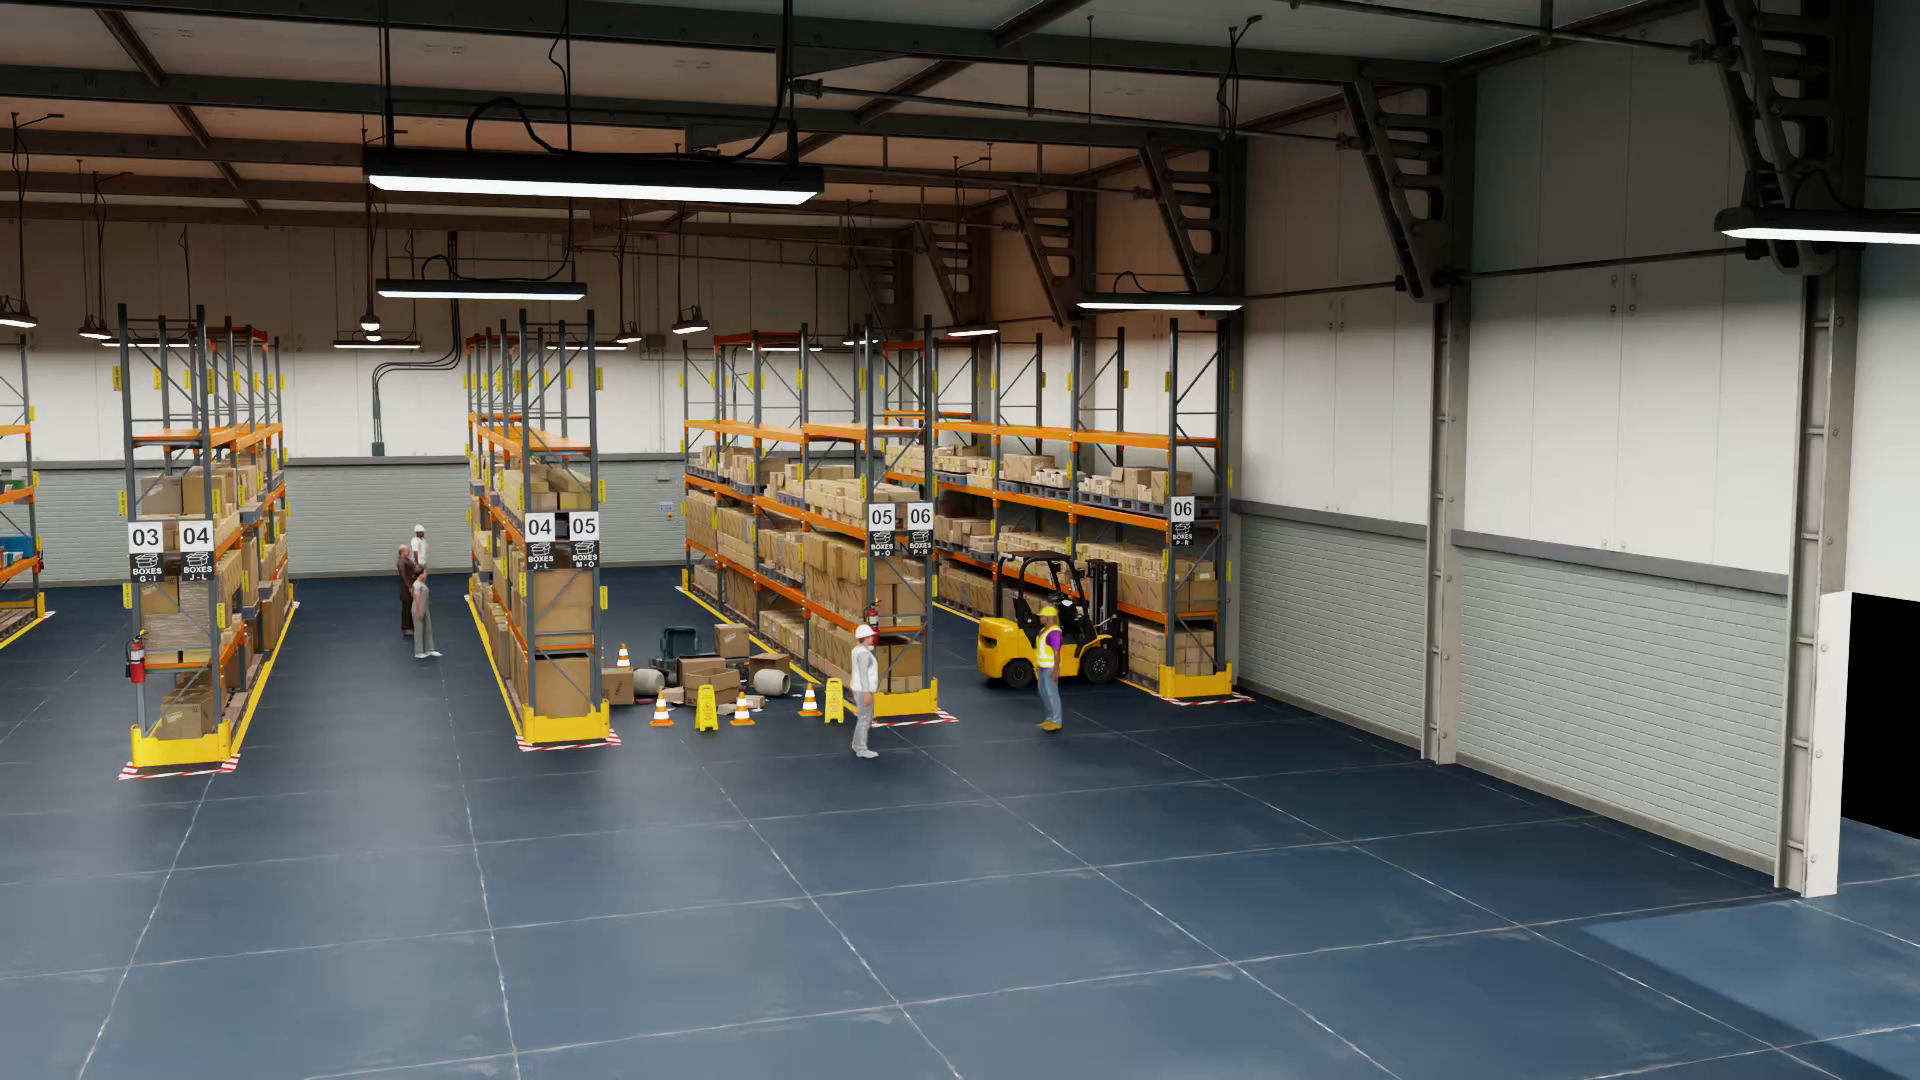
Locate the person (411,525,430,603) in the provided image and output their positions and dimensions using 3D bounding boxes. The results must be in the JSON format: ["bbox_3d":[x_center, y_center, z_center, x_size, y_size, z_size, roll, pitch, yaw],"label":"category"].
[{"bbox_3d":[-12.249,0.547,37.763,0.392,1.787,0.630,-2,6,-17],"label":"person"}]

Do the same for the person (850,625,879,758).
[{"bbox_3d":[-1.281,2.041,22.266,0.364,1.821,0.620,-1,6,-11],"label":"person"}]

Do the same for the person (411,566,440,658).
[{"bbox_3d":[-9.763,1.309,30.279,0.407,1.676,0.501,1,6,10],"label":"person"}]

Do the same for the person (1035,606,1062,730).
[{"bbox_3d":[1.278,1.851,23.978,0.353,1.799,0.661,-2,6,-18],"label":"person"}]

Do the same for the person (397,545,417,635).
[{"bbox_3d":[-10.912,1.004,33.013,0.577,1.824,0.649,2,6,19],"label":"person"}]
